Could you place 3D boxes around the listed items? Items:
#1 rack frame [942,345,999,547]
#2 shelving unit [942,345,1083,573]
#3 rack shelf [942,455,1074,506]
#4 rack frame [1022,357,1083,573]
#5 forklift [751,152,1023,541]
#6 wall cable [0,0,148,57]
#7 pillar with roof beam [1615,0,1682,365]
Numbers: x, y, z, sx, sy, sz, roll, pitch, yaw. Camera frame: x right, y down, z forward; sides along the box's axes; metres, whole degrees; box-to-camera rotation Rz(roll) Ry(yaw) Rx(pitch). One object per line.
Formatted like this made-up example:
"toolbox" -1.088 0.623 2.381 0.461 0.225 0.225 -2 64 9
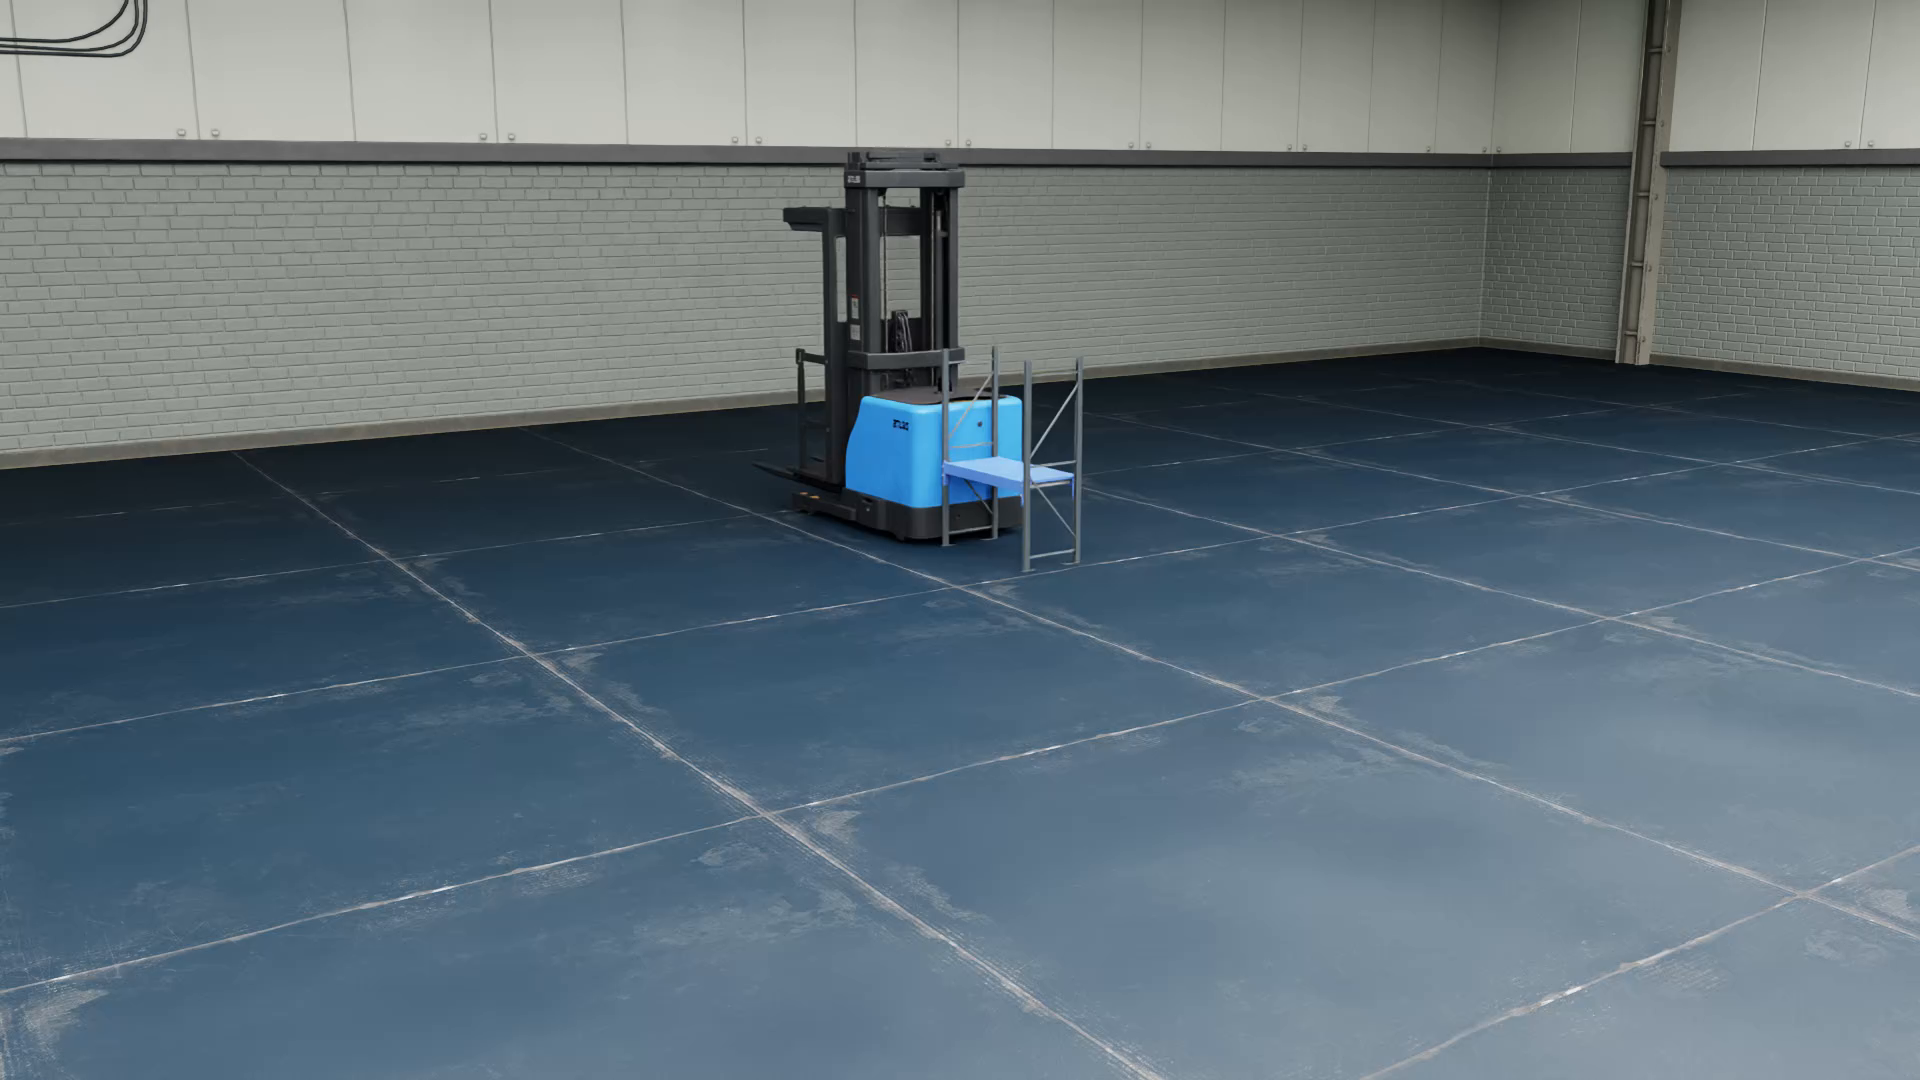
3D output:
"rack frame" 0.078 -0.710 12.597 0.500 1.500 0.032 -8 15 -34
"shelving unit" 0.367 -0.621 12.189 0.538 1.500 1.048 -8 15 -34
"rack shelf" 0.367 -0.445 12.227 0.538 0.185 1.000 -8 15 -34
"rack frame" 0.656 -0.531 11.780 0.500 1.500 0.032 -8 15 -34
"forklift" -0.754 -1.688 13.718 1.130 2.935 3.031 -8 15 -34
"wall cable" -8.722 -6.791 14.889 2.305 6.003 0.169 -8 15 -33
"pillar with roof beam" 6.537 -6.547 21.735 9.100 9.000 0.400 -8 15 -33
